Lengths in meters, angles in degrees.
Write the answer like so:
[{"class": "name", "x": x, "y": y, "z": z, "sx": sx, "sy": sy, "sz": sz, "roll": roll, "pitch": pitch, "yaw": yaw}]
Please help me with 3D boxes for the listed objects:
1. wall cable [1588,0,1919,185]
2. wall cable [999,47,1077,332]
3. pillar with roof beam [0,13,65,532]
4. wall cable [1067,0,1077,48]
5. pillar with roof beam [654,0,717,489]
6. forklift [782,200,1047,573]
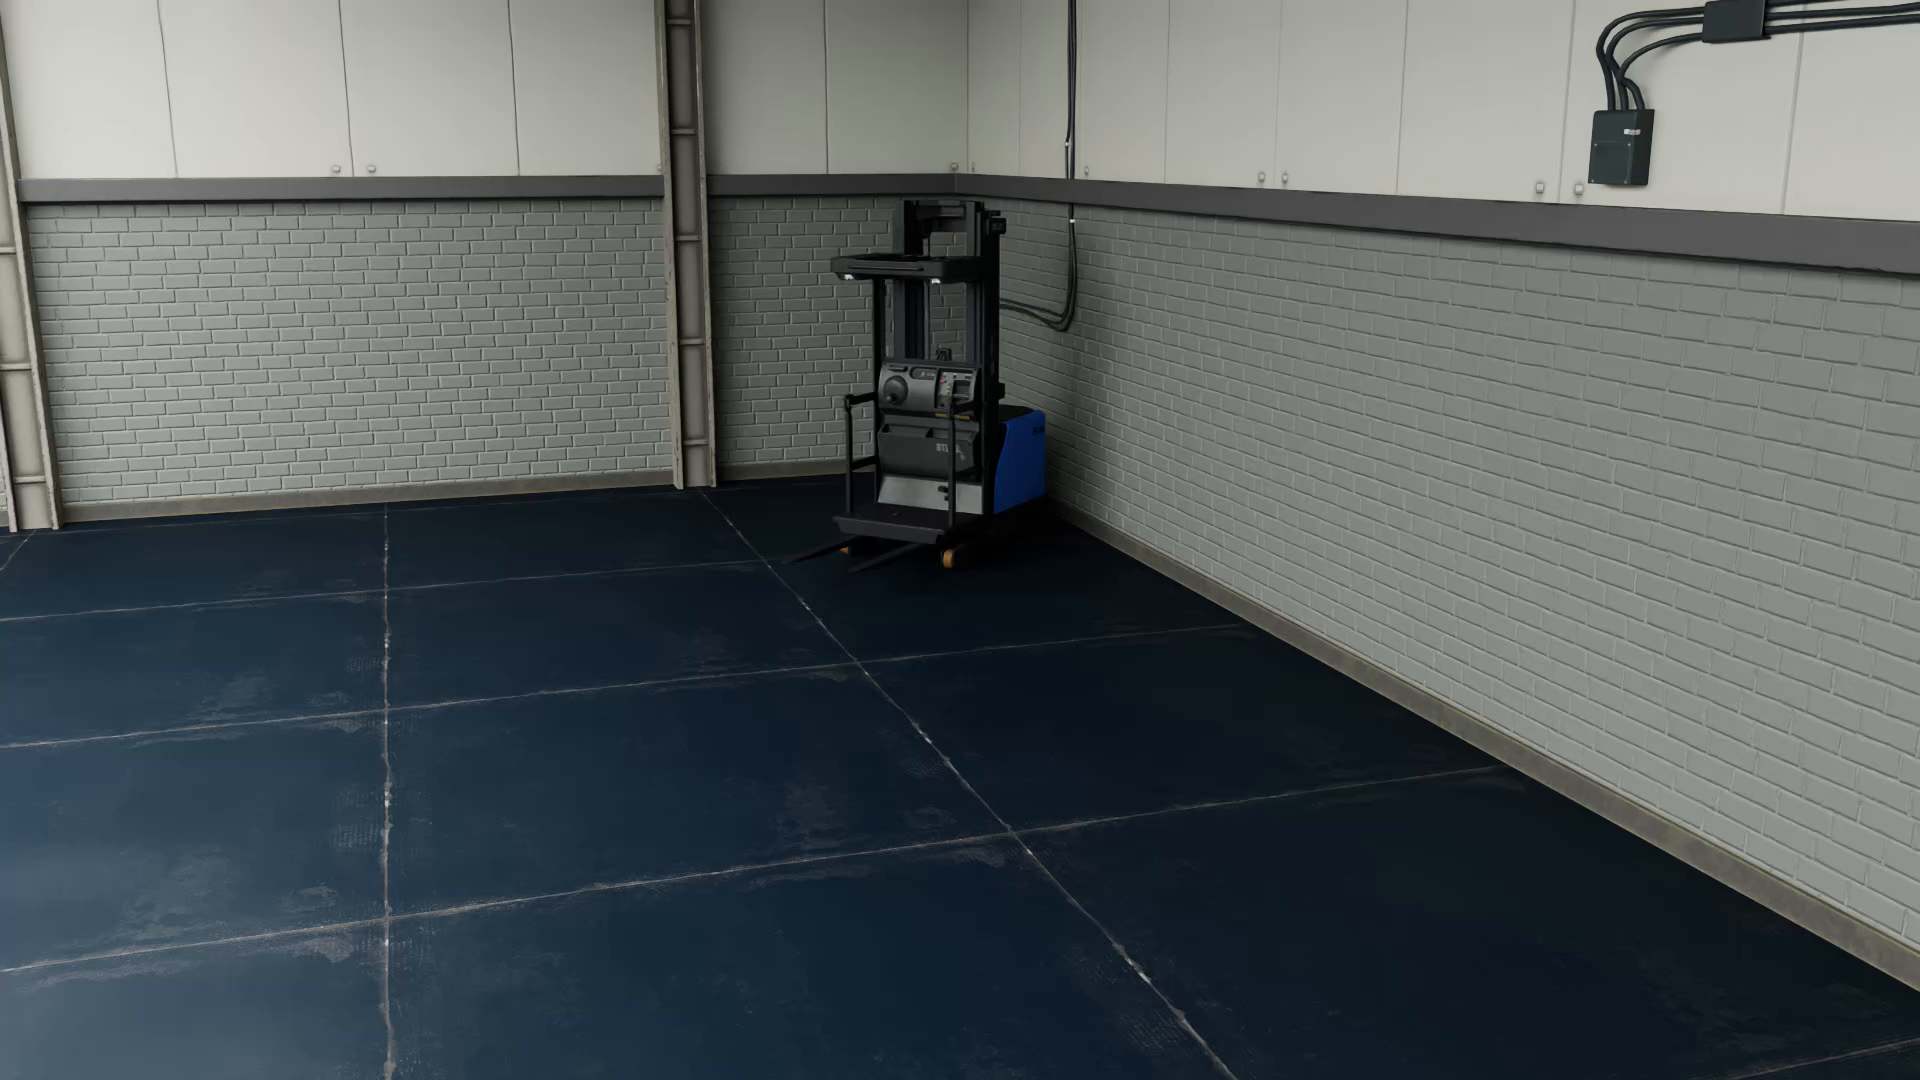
[{"class": "wall cable", "x": 3.517, "y": -4.439, "z": 6.508, "sx": 0.169, "sy": 6.003, "sz": 2.305, "roll": -4, "pitch": 14, "yaw": -18}, {"class": "wall cable", "x": 0.504, "y": -3.357, "z": 16.019, "sx": 0.112, "sy": 2.526, "sz": 3.097, "roll": -4, "pitch": 14, "yaw": -18}, {"class": "pillar with roof beam", "x": -7.024, "y": -3.553, "z": 10.134, "sx": 0.400, "sy": 9.000, "sz": 9.100, "roll": -4, "pitch": 14, "yaw": -18}, {"class": "wall cable", "x": 1.367, "y": -5.221, "z": 12.940, "sx": 0.112, "sy": 2.526, "sz": 3.097, "roll": -4, "pitch": 14, "yaw": -18}, {"class": "pillar with roof beam", "x": -1.337, "y": -3.996, "z": 11.996, "sx": 0.400, "sy": 9.000, "sz": 9.100, "roll": -4, "pitch": 14, "yaw": -18}, {"class": "forklift", "x": -0.369, "y": -1.307, "z": 13.803, "sx": 1.130, "sy": 2.935, "sz": 3.031, "roll": 7, "pitch": 15, "yaw": 28}]
